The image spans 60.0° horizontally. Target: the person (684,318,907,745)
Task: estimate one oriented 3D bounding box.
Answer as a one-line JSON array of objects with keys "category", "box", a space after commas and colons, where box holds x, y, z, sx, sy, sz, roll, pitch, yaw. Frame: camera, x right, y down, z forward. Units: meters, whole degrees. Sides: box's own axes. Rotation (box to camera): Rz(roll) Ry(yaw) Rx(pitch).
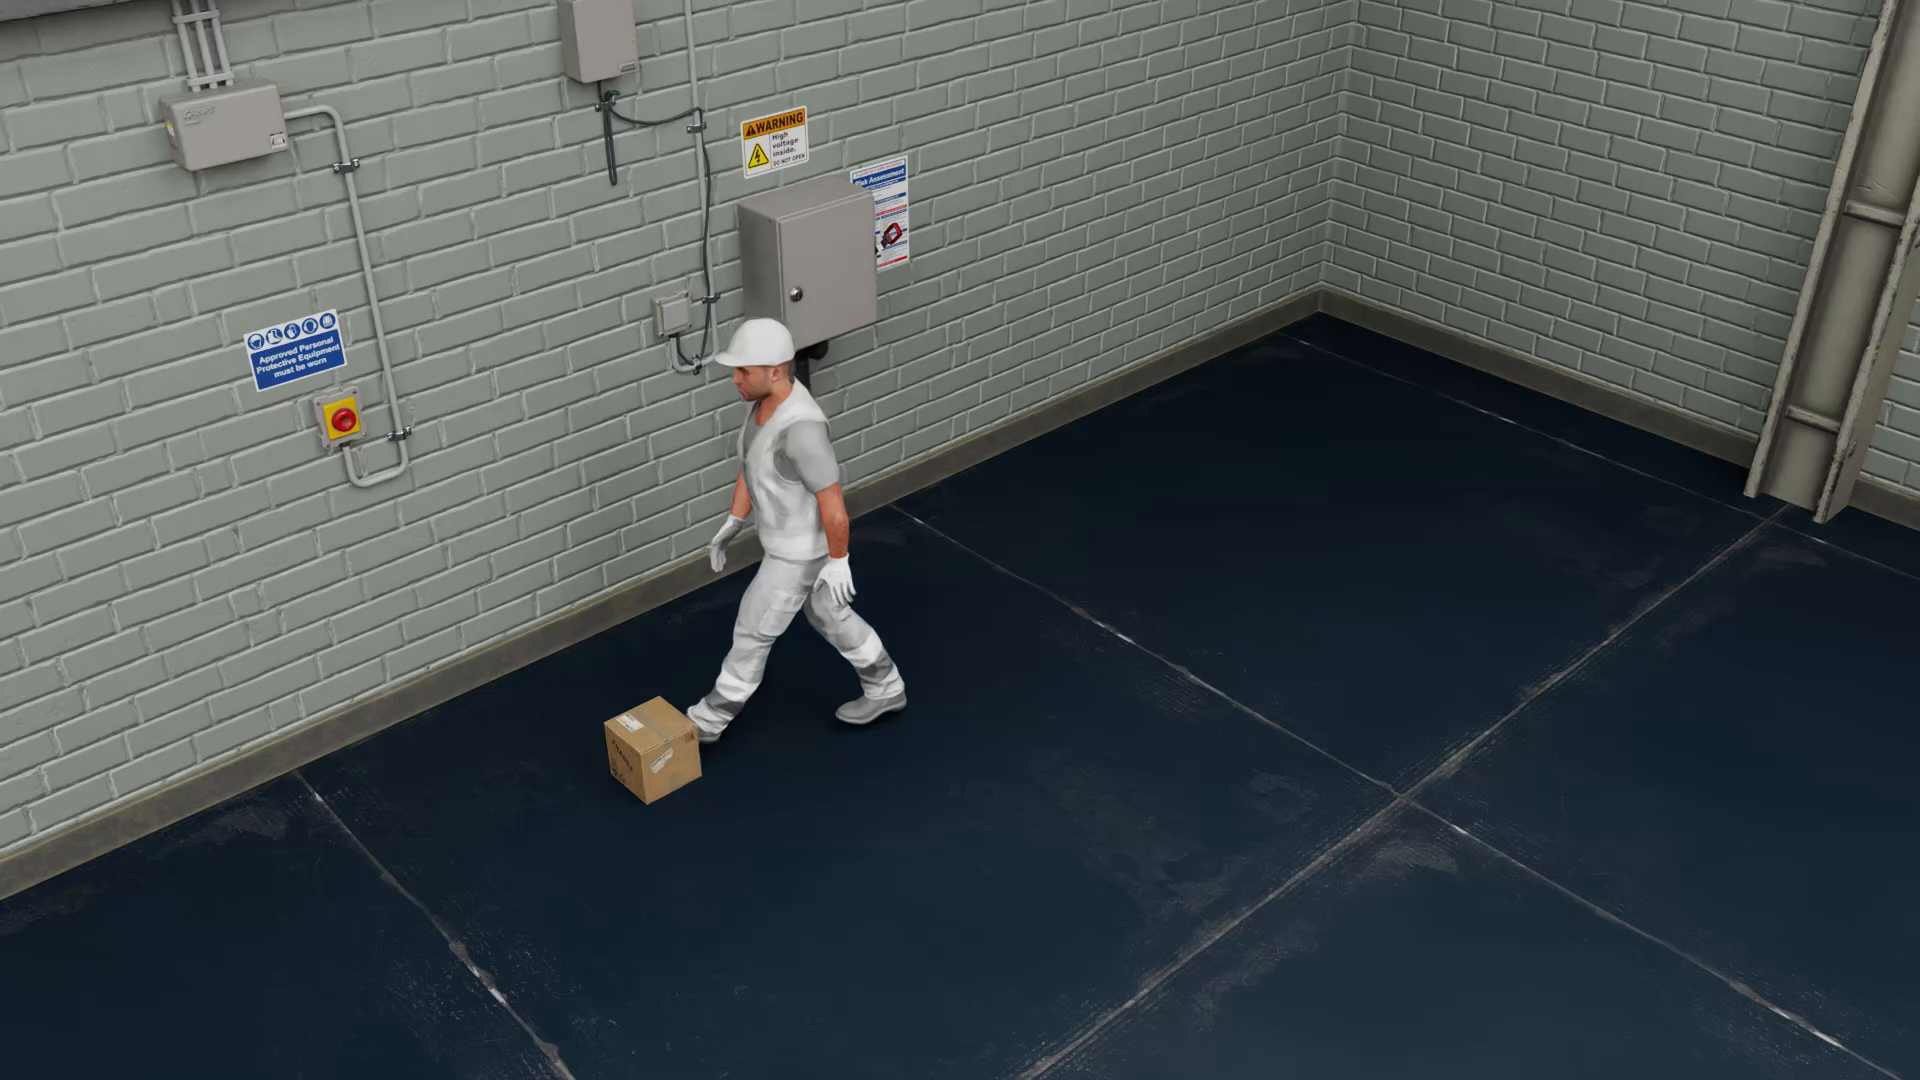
[{"category": "person", "box": [-0.715, 0.002, 6.097, 1.041, 1.712, 0.547, -8, 32, -13]}]
